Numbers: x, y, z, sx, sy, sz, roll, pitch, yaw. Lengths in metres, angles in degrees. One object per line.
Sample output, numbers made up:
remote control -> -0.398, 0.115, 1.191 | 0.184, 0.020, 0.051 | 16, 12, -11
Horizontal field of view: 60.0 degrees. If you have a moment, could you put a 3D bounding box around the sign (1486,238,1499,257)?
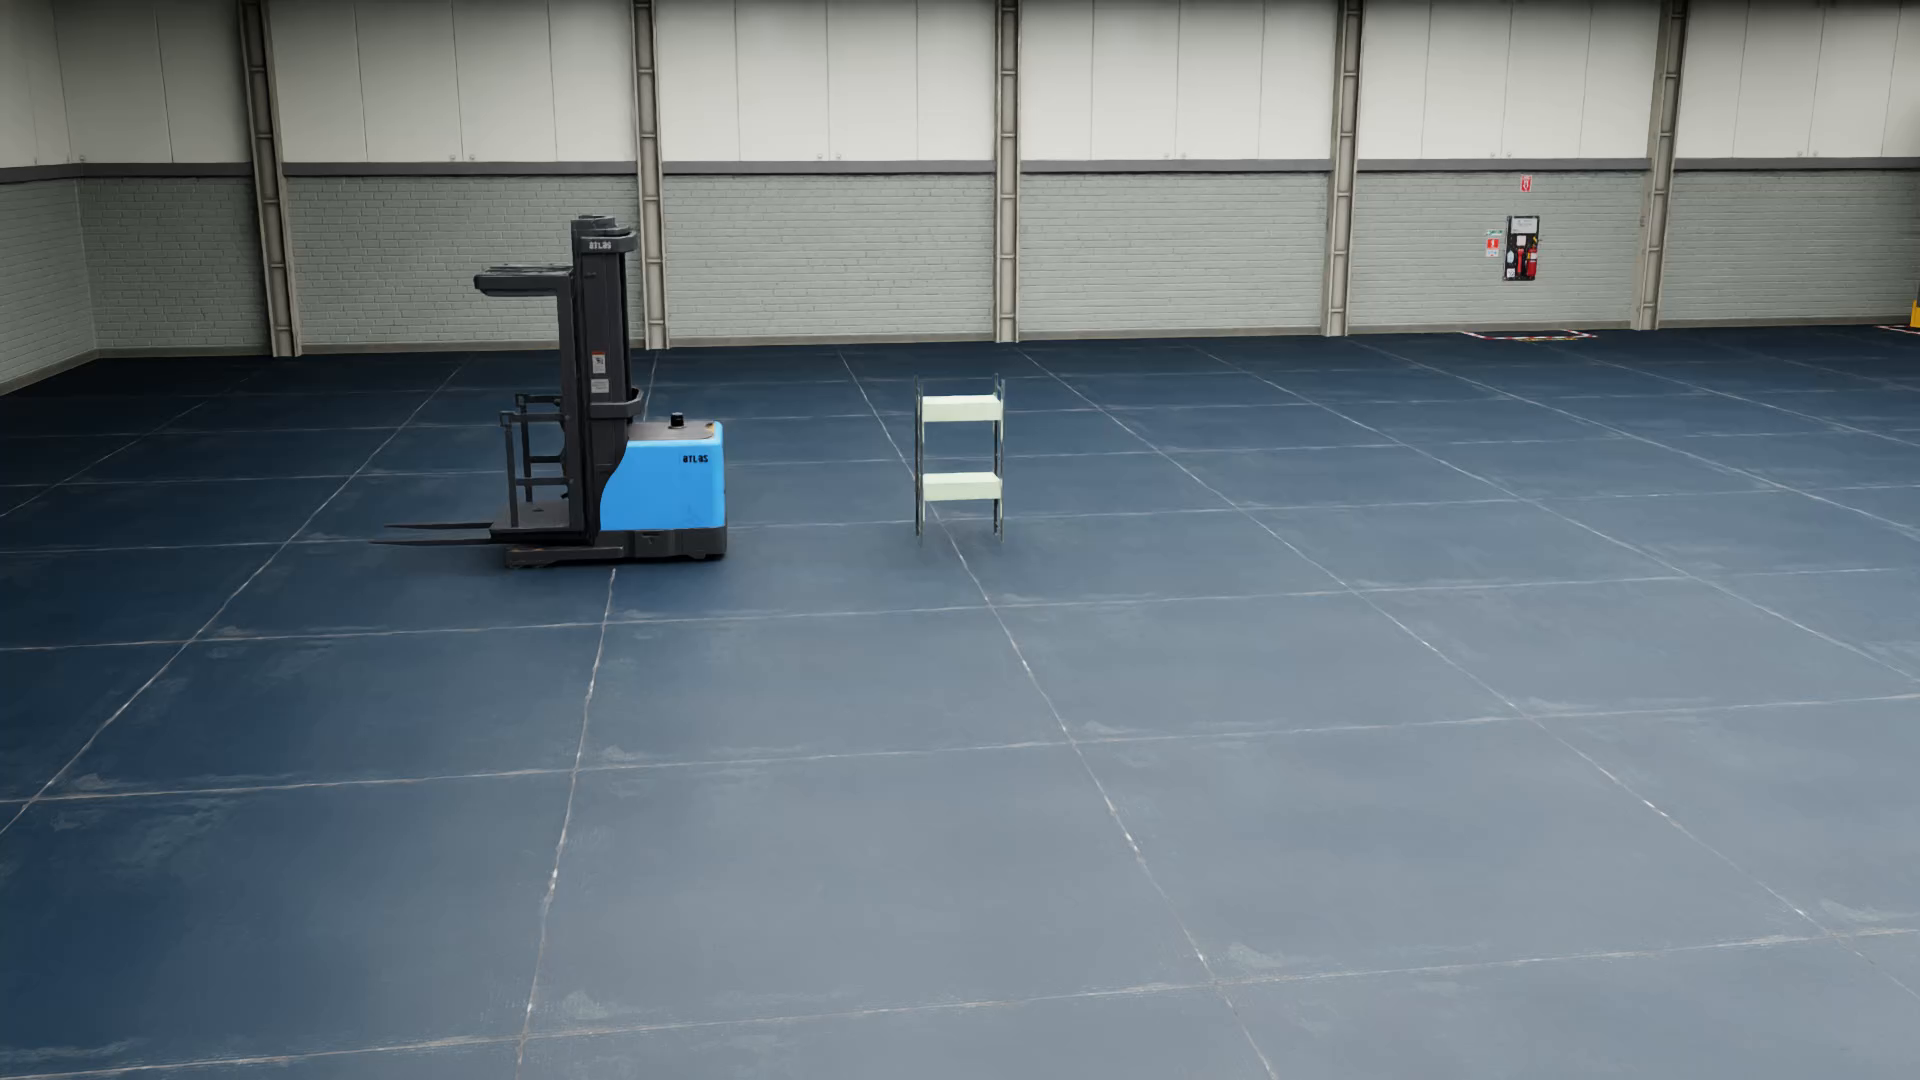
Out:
sign -> 9.659, -5.303, 30.157 | 0.234, 0.329, 0.001 | -2, 14, -8

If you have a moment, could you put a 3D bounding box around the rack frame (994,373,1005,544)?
rack frame -> 0.355, -0.740, 15.119 | 0.023, 1.500, 0.400 | -2, 14, -8

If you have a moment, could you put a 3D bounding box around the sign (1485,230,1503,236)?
sign -> 9.665, -5.558, 30.085 | 0.331, 0.109, 0.001 | -2, 14, -8

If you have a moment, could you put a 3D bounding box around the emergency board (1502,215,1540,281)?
emergency board -> 10.210, -5.285, 30.159 | 0.626, 1.169, 0.157 | -2, 14, -8

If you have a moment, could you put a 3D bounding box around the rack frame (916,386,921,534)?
rack frame -> -0.368, -0.714, 15.012 | 0.010, 1.308, 0.380 | -2, 14, -8

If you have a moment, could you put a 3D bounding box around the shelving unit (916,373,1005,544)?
shelving unit -> -0.003, -0.727, 15.067 | 0.748, 1.500, 0.431 | -2, 14, -8

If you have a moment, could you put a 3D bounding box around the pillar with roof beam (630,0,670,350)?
pillar with roof beam -> -4.487, -6.584, 23.003 | 0.400, 9.000, 9.100 | -2, 14, -8

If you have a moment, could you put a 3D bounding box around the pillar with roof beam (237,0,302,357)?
pillar with roof beam -> -10.420, -6.366, 22.136 | 0.400, 9.000, 9.100 | -2, 14, -8

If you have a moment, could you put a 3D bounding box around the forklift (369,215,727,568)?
forklift -> -3.602, -1.311, 14.454 | 3.031, 2.935, 1.130 | -2, 14, -7

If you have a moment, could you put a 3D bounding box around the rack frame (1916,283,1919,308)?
rack frame -> 18.040, -5.346, 30.399 | 0.127, 3.000, 1.000 | -2, 14, -8

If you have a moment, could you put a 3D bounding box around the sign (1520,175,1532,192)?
sign -> 10.199, -6.429, 29.955 | 0.199, 0.298, 0.001 | -2, 14, -8

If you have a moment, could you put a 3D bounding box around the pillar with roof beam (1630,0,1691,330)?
pillar with roof beam -> 13.312, -7.236, 25.604 | 0.400, 9.000, 9.100 | -2, 14, -8

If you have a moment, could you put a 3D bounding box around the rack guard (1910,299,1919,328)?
rack guard -> 18.116, -4.136, 30.714 | 0.348, 0.500, 1.175 | -2, 14, -8

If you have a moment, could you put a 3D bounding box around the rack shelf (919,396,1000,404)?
rack shelf -> -0.007, -1.201, 14.948 | 0.686, 0.124, 0.368 | -2, 14, -8

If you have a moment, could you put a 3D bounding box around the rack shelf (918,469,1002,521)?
rack shelf -> -0.007, -0.411, 15.146 | 0.720, 0.370, 0.431 | -2, 14, -8

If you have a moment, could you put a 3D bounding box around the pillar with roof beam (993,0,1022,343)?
pillar with roof beam -> 1.446, -6.801, 23.870 | 0.400, 9.000, 9.100 | -2, 14, -8
